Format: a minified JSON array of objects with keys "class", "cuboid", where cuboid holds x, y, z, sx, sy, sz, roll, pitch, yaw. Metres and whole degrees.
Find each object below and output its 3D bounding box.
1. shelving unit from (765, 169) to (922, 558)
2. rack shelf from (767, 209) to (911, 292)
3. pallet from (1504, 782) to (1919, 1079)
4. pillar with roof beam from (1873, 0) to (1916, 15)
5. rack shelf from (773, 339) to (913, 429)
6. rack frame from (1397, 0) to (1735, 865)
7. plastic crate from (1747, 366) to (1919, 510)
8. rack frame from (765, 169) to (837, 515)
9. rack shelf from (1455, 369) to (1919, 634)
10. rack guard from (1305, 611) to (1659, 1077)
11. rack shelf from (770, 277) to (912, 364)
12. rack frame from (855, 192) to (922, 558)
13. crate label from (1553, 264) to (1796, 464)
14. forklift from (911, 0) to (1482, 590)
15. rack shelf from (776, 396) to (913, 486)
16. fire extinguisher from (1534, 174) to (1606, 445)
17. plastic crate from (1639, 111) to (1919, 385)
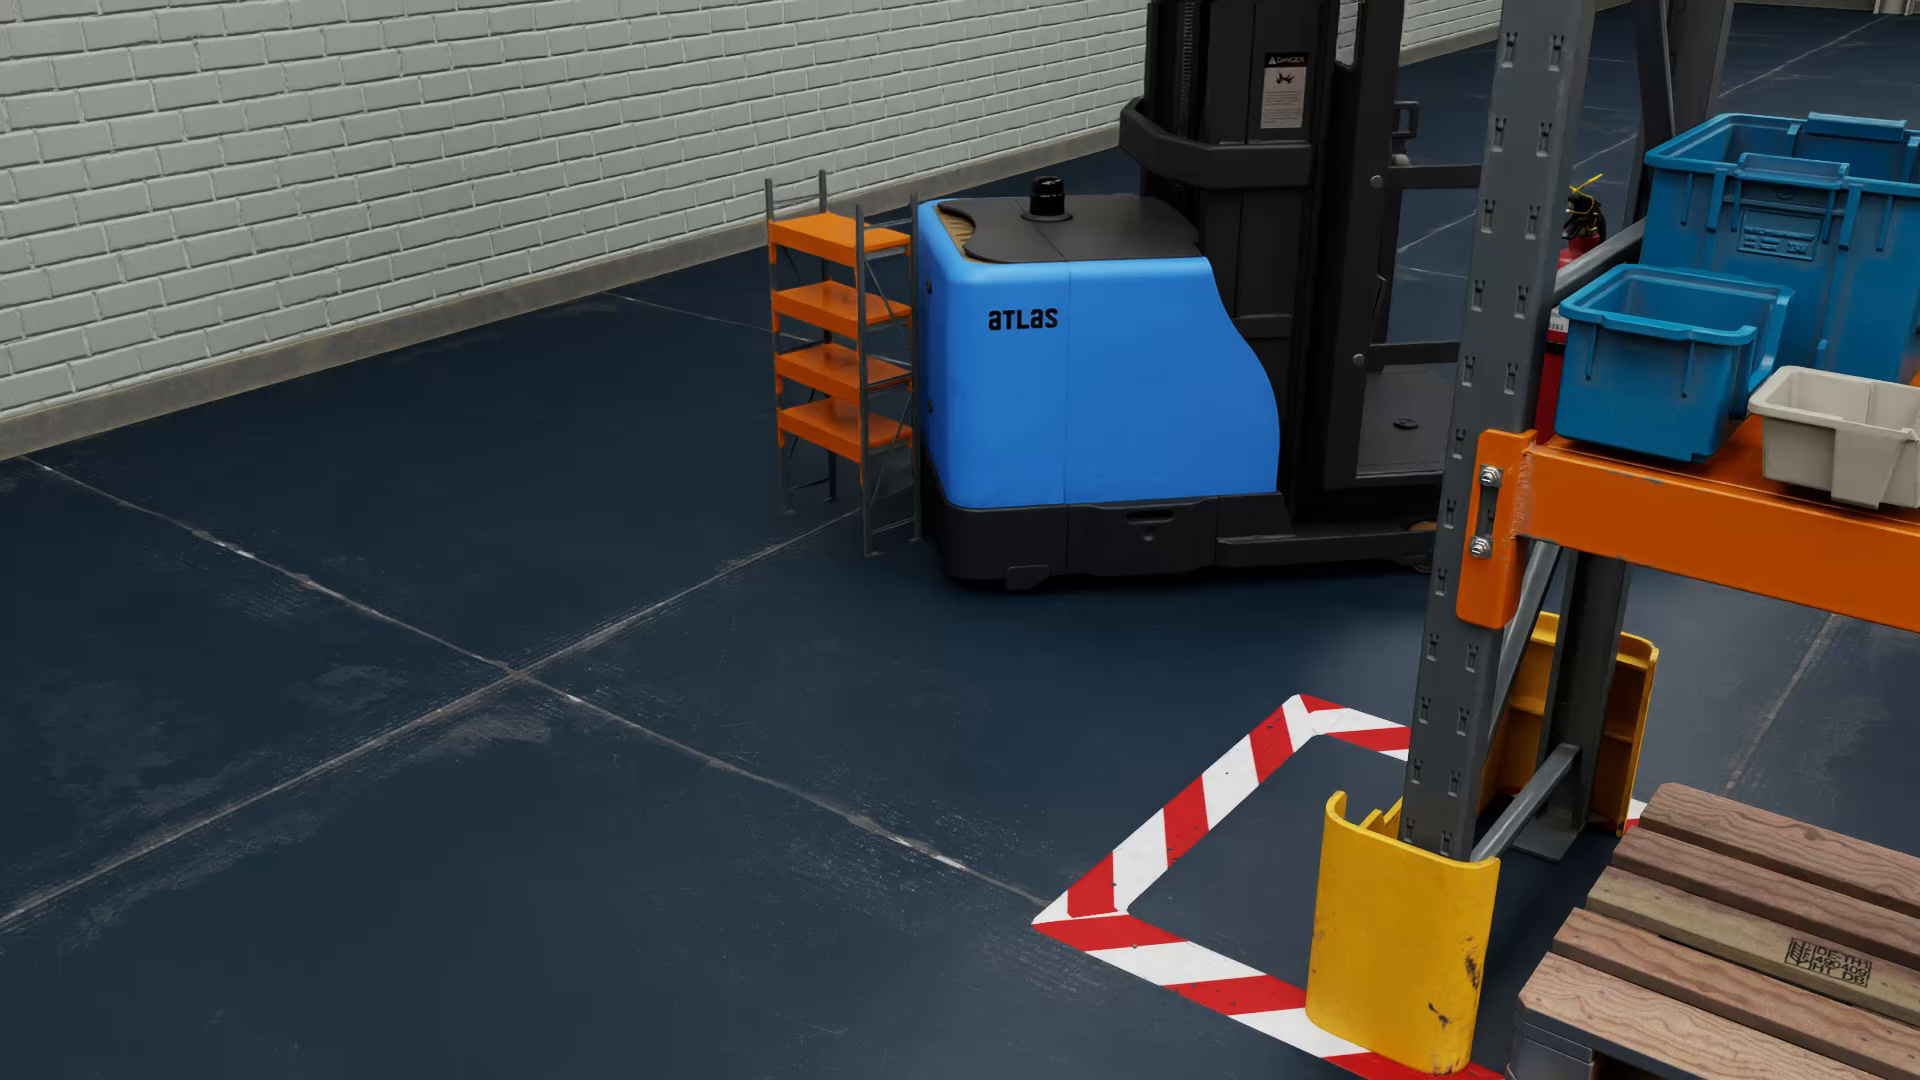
[{"class":"shelving unit","cuboid":[-0.388,-0.596,5.614,0.258,1.200,0.503,-19,30,-37]},{"class":"rack shelf","cuboid":[-0.388,-0.955,5.455,0.258,0.148,0.480,-19,30,-37]},{"class":"pallet","cuboid":[1.852,0.969,3.289,1.213,0.211,1.003,17,29,33]},{"class":"pillar with roof beam","cuboid":[8.904,-9.216,15.506,0.400,9.000,9.100,17,29,33]},{"class":"rack shelf","cuboid":[-0.388,-0.534,5.641,0.258,0.148,0.480,-19,30,-37]},{"class":"rack frame","cuboid":[1.215,-0.519,3.208,0.127,3.000,1.000,17,29,33]},{"class":"plastic crate","cuboid":[1.422,-0.156,2.636,0.298,0.136,0.250,17,29,33]},{"class":"rack frame","cuboid":[-0.547,-0.670,5.783,0.240,1.200,0.015,-19,30,-37]},{"class":"rack shelf","cuboid":[2.815,0.294,2.256,4.000,0.370,1.077,17,29,33]},{"class":"rack guard","cuboid":[1.188,0.623,3.716,0.348,0.500,1.175,17,29,33]},{"class":"rack shelf","cuboid":[-0.388,-0.739,5.551,0.258,0.148,0.480,-19,30,-37]},{"class":"rack frame","cuboid":[-0.229,-0.521,5.444,0.240,1.200,0.015,-19,30,-37]},{"class":"crate label","cuboid":[1.215,-0.304,2.853,0.303,0.233,0.416,17,29,33]},{"class":"forklift","cuboid":[1.384,-1.440,5.383,3.031,2.935,1.130,-3,24,-8]},{"class":"rack shelf","cuboid":[-0.388,-0.352,5.721,0.258,0.148,0.480,-19,30,-37]},{"class":"fire extinguisher","cuboid":[1.367,-0.496,3.715,0.183,0.674,0.296,17,29,33]},{"class":"plastic crate","cuboid":[1.595,-0.542,3.142,0.499,0.435,0.616,17,29,33]}]
